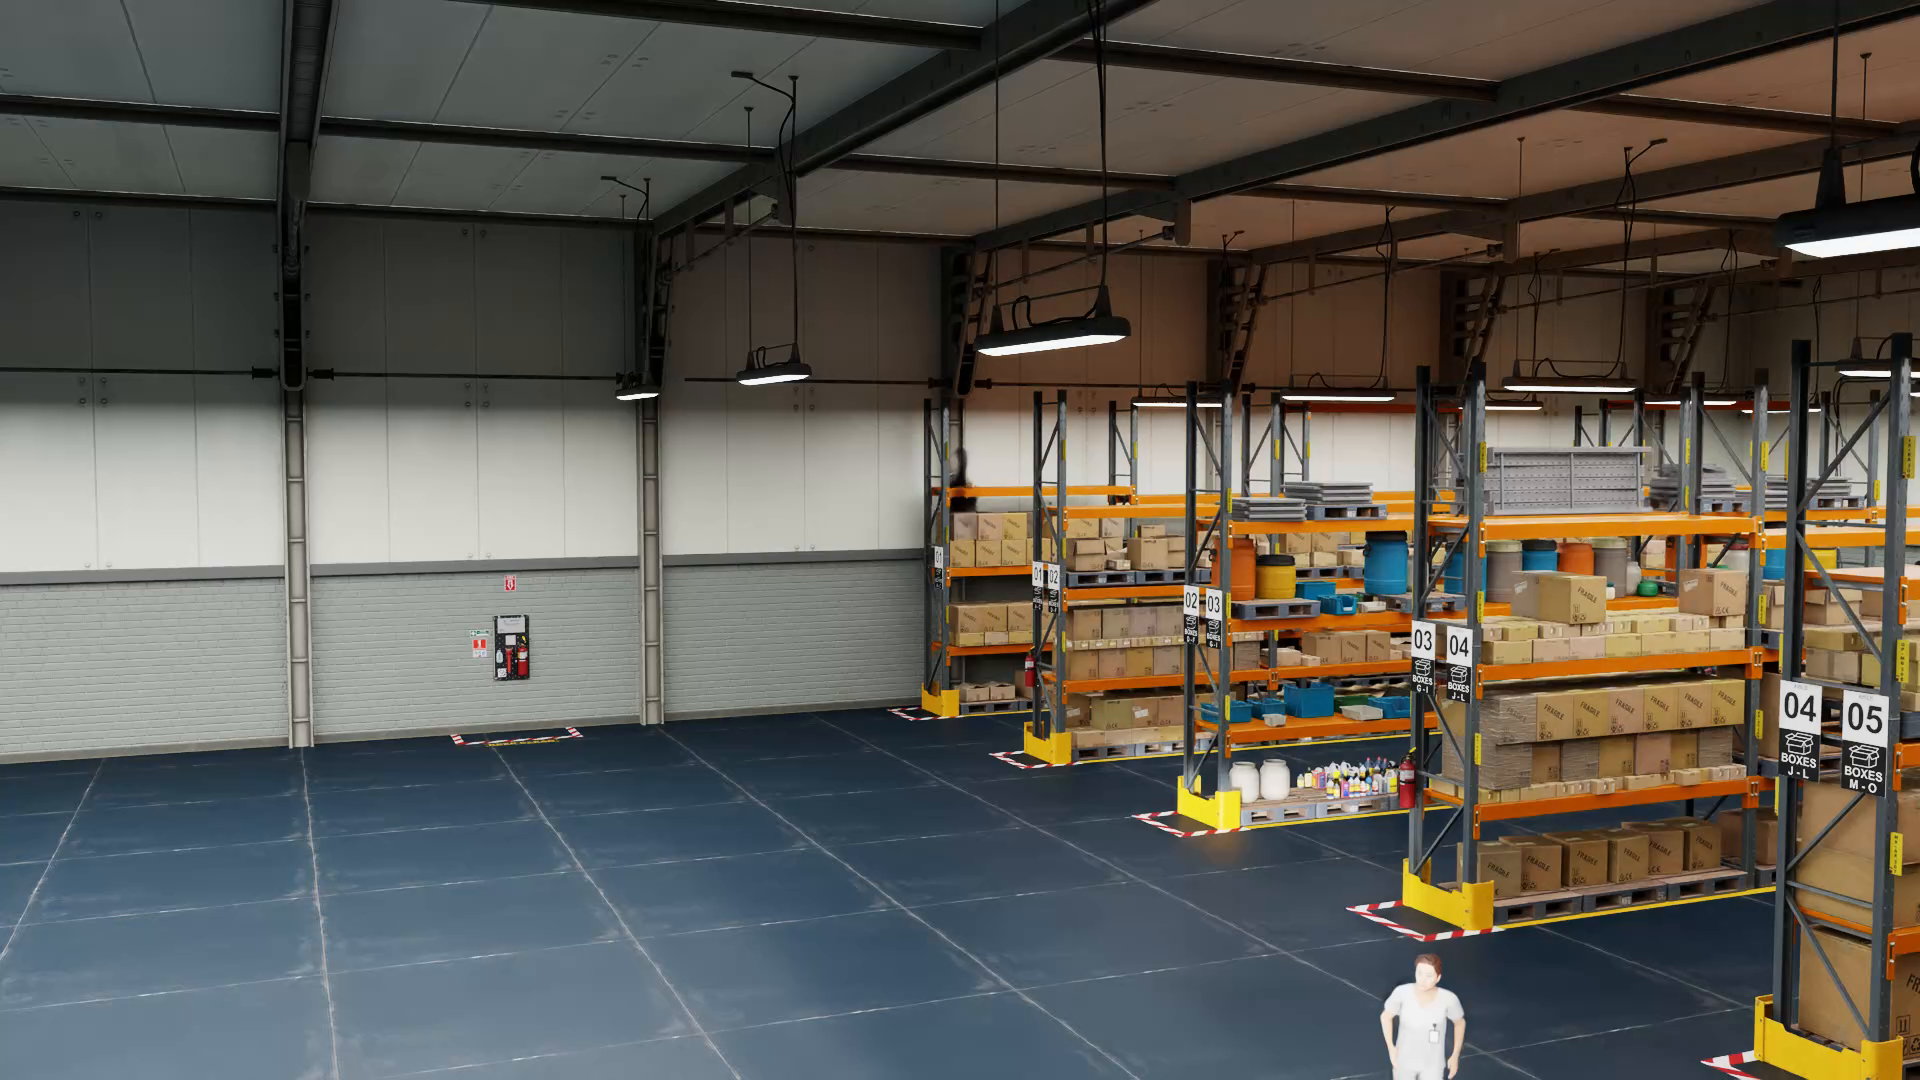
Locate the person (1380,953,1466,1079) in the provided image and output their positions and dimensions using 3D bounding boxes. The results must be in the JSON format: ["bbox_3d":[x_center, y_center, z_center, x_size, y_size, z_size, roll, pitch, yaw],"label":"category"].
[{"bbox_3d":[3.215,3.638,11.566,0.571,1.638,0.949,0,3,8],"label":"person"}]

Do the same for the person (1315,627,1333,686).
[{"bbox_3d":[6.960,2.424,31.663,0.805,1.786,0.672,-1,4,-20],"label":"person"}]
